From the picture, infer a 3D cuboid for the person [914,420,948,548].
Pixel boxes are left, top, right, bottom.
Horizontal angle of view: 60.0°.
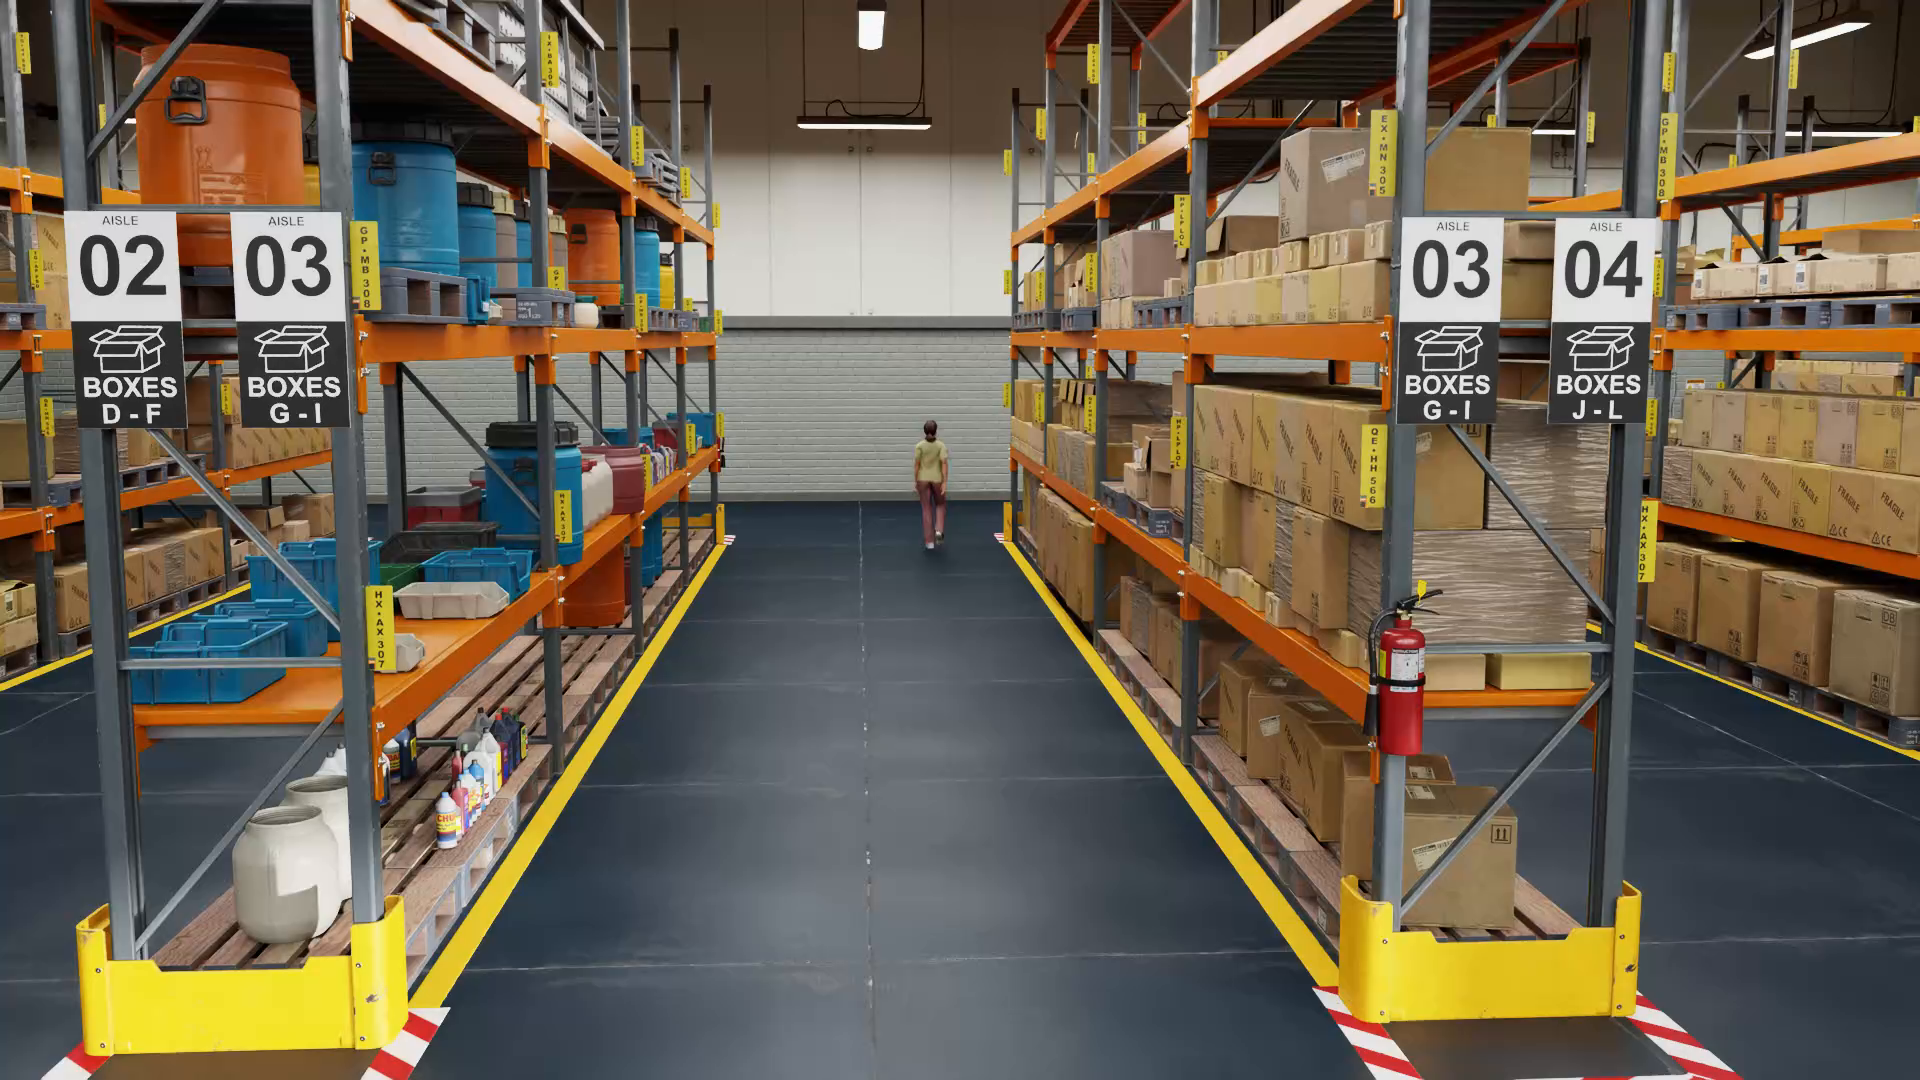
[{"bbox_3d":[-0.381,-0.718,21.623,0.442,1.678,0.470,0,7,-4],"label":"person"}]
